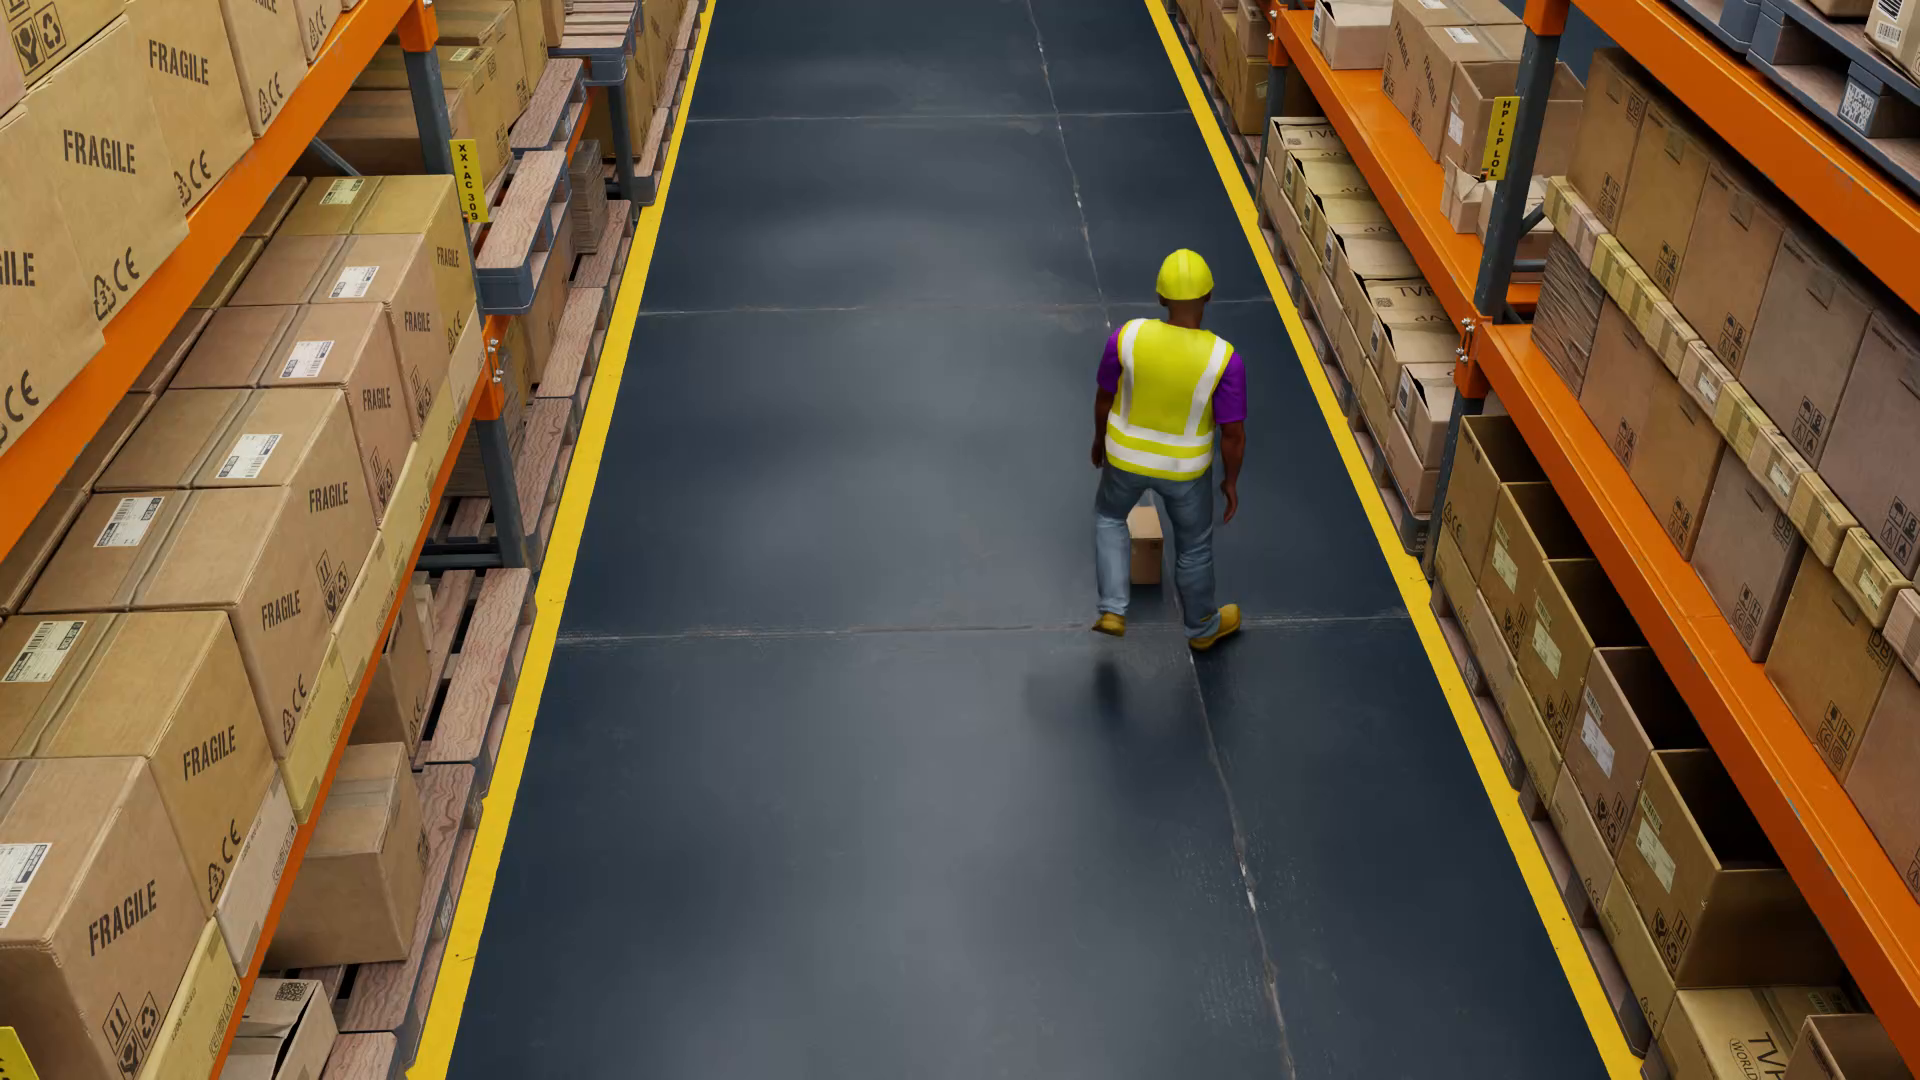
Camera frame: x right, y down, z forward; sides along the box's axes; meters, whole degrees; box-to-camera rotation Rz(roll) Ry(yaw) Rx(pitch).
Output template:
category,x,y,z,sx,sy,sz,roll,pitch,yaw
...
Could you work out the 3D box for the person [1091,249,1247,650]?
category,x,y,z,sx,sy,sz,roll,pitch,yaw
person,0.815,-0.296,6.513,0.665,1.765,0.562,10,36,14
